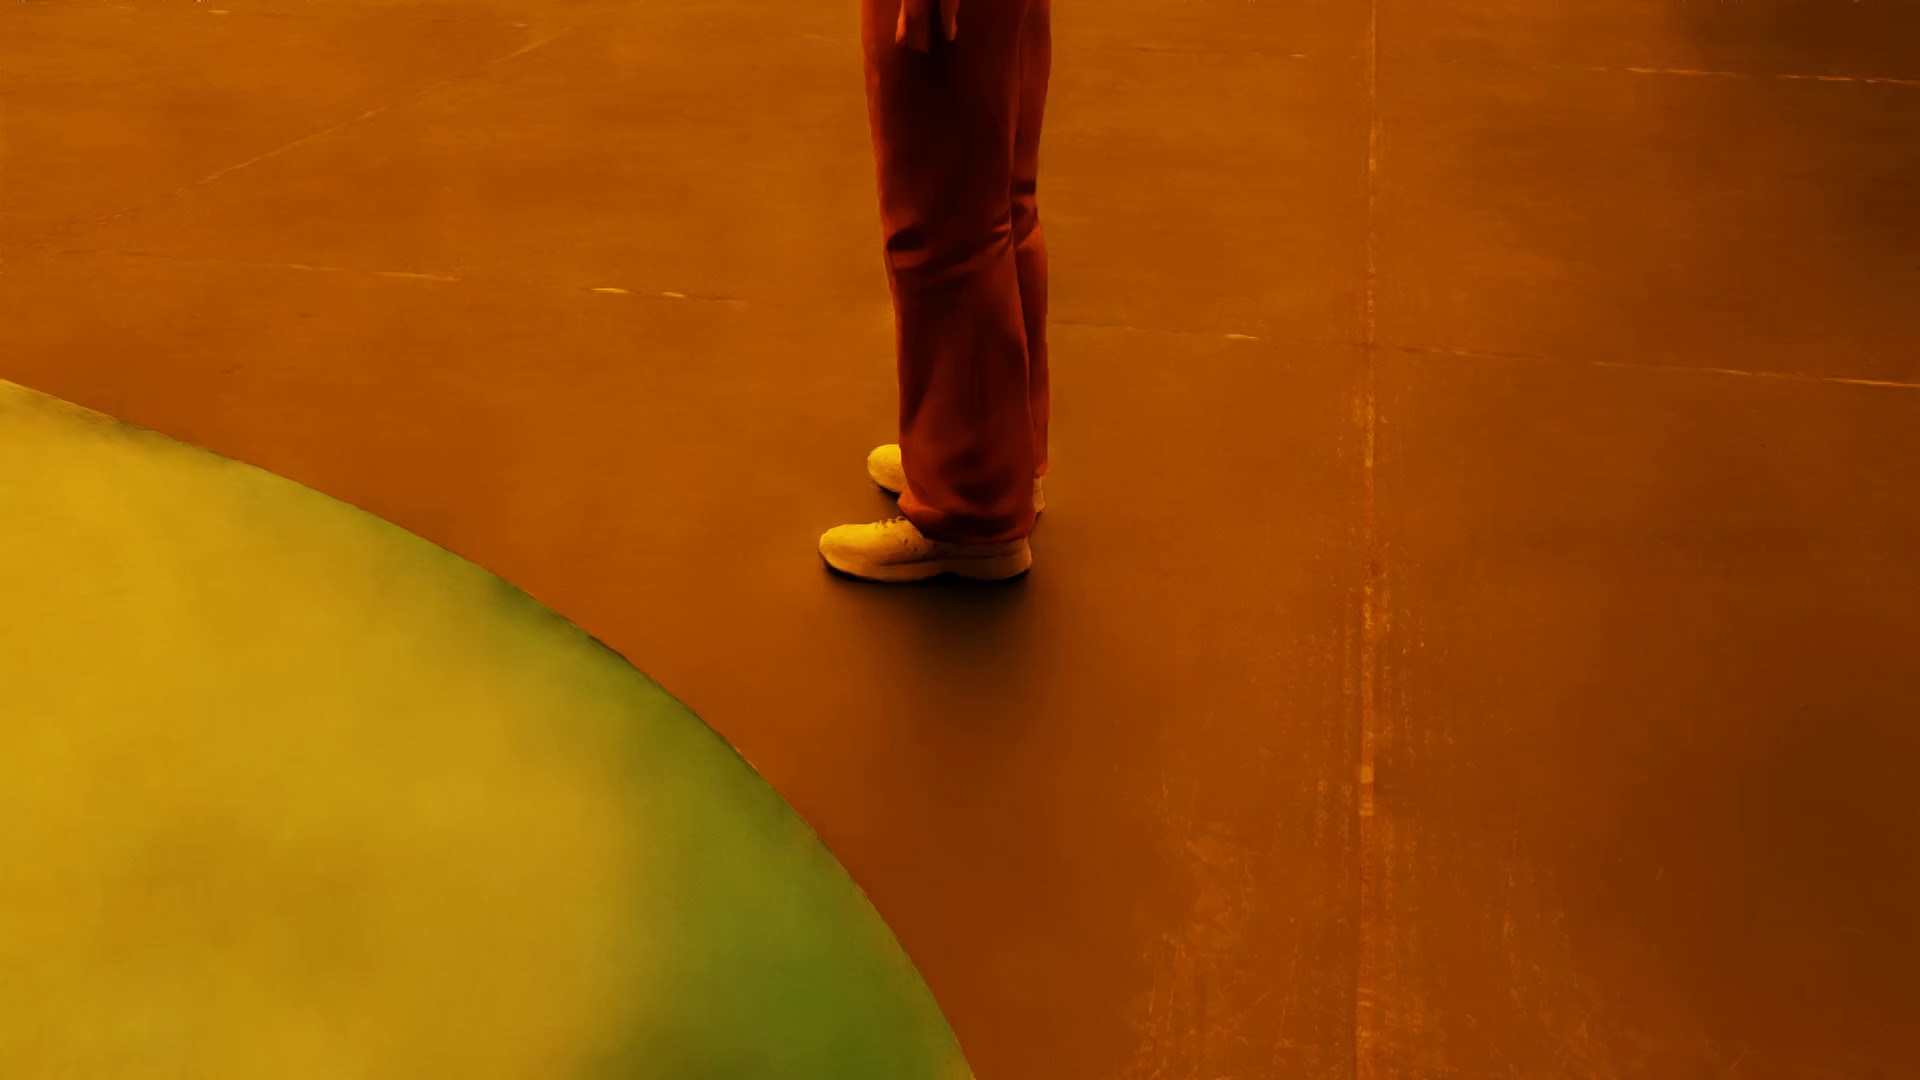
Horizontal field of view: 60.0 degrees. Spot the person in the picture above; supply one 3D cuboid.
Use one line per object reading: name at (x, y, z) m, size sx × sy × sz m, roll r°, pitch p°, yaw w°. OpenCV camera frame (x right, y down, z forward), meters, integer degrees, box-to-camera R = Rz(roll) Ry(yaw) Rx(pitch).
person at (-0.009, -0.746, 2.123) m, size 0.365 × 1.673 × 0.429 m, roll 6°, pitch 27°, yaw 11°
